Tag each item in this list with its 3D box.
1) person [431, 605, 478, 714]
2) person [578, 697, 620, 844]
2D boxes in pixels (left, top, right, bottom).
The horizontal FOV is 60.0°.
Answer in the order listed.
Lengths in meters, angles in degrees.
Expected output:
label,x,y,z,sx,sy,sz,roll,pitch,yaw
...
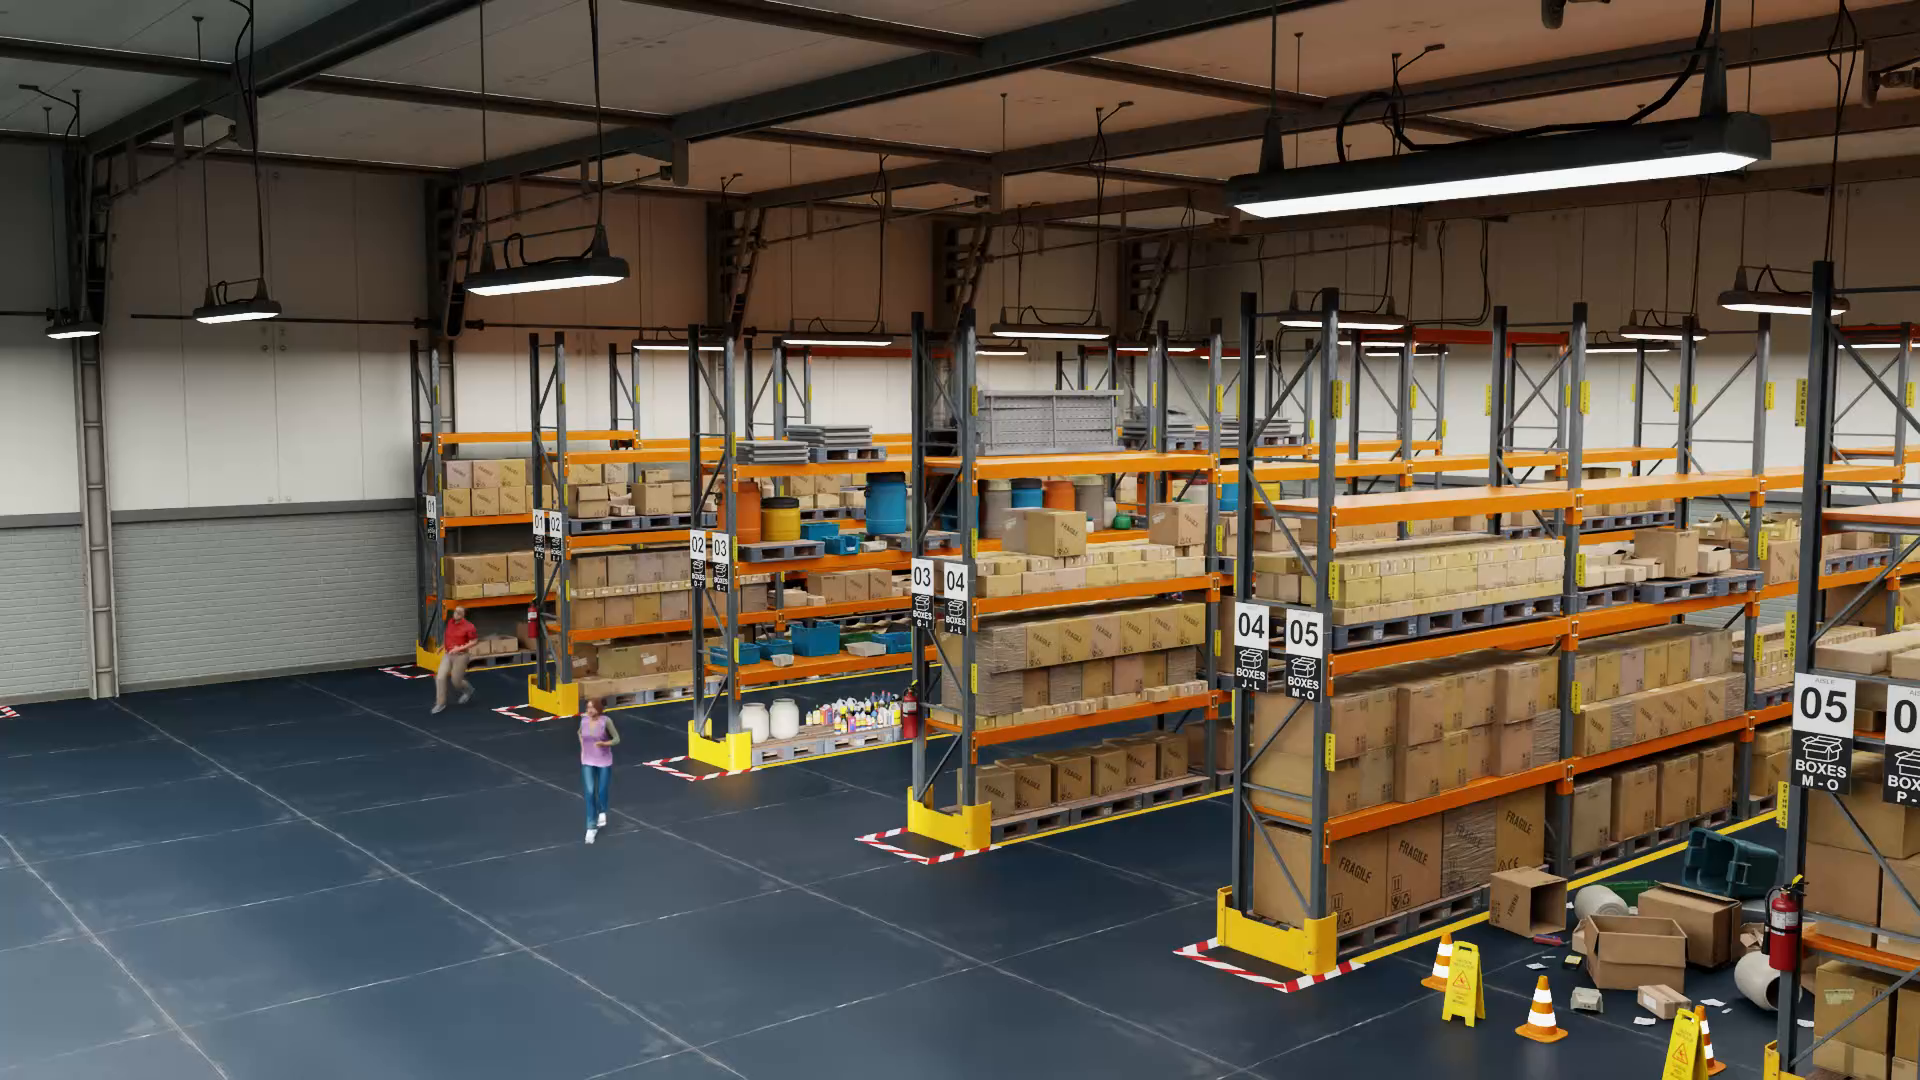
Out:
label,x,y,z,sx,sy,sz,roll,pitch,yaw
person,-7.995,1.878,26.509,0.706,1.699,0.891,2,6,19
person,-4.154,2.602,19.133,0.516,1.637,0.759,0,5,-3
